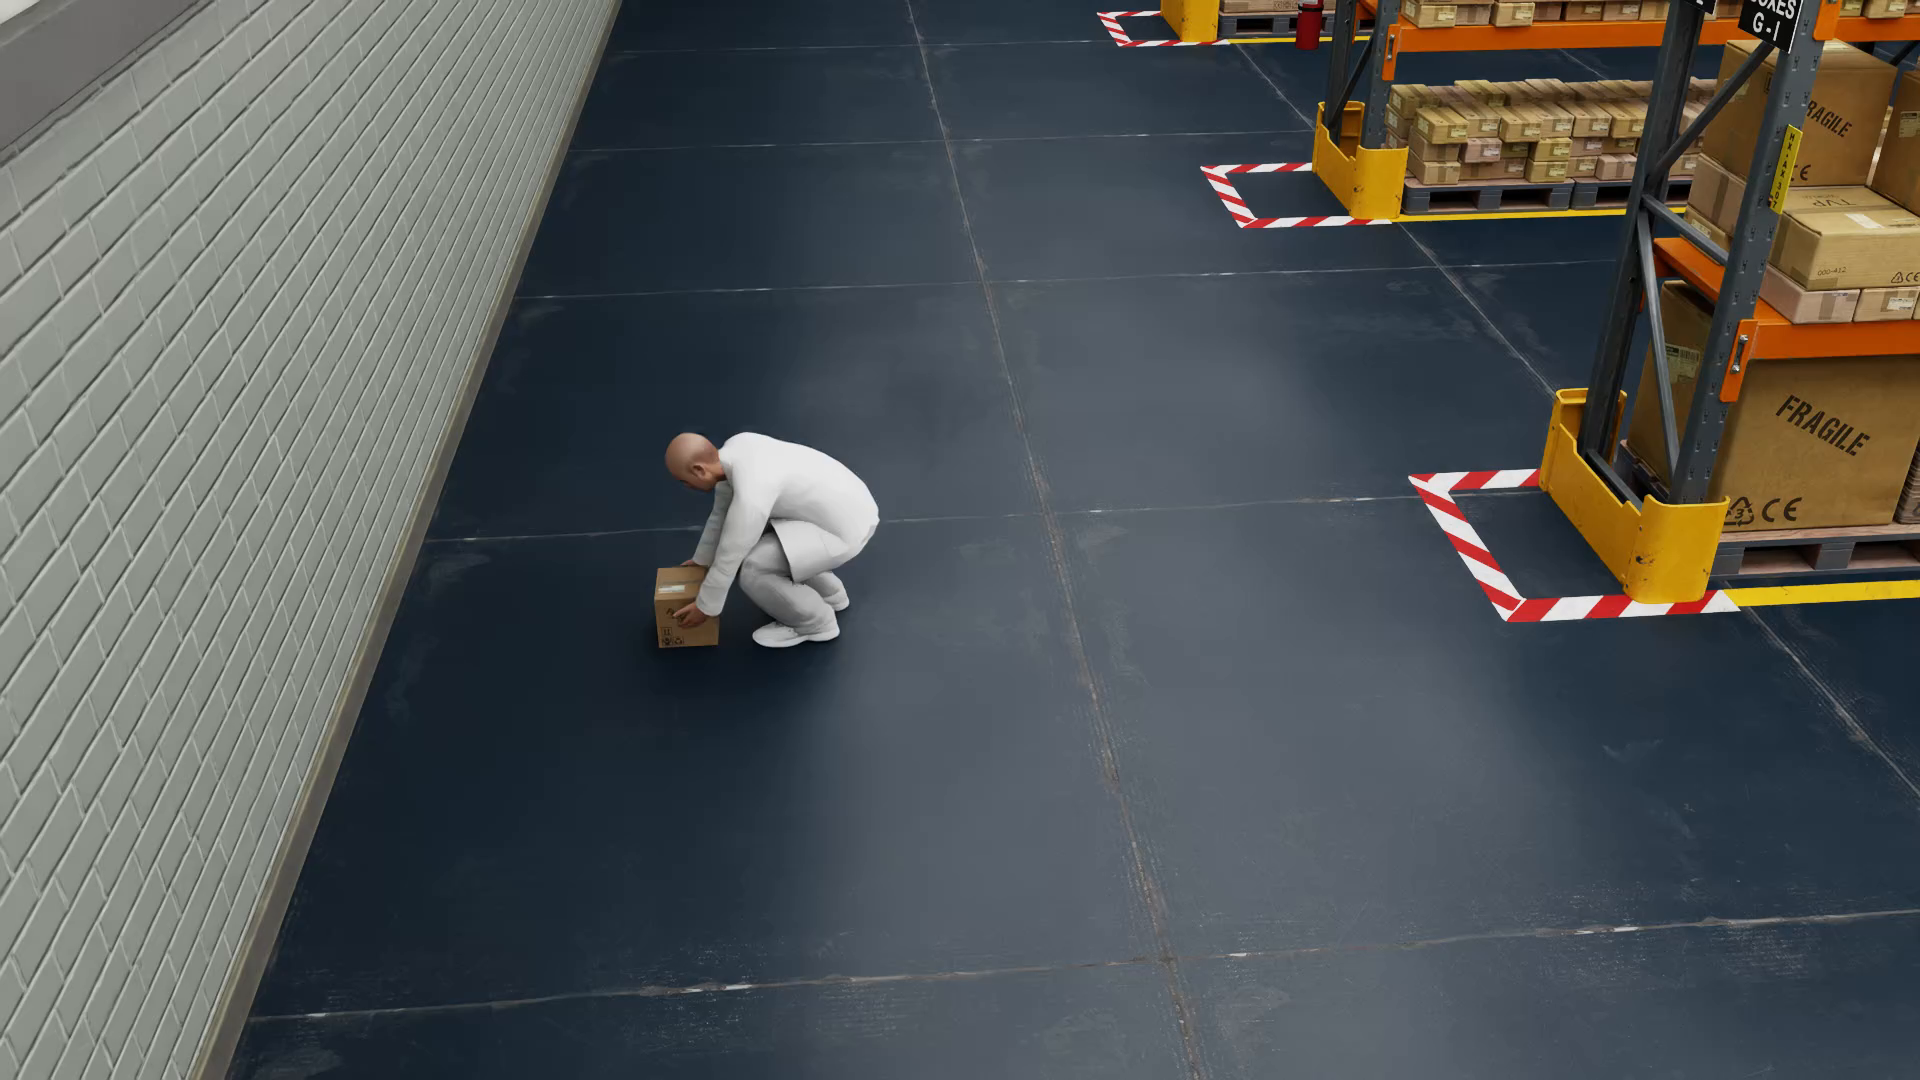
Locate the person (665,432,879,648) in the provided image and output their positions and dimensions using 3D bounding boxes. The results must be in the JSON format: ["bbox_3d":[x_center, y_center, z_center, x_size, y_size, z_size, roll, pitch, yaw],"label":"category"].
[{"bbox_3d":[-0.789,-0.038,6.994,0.902,0.980,0.610,-3,31,-5],"label":"person"}]
